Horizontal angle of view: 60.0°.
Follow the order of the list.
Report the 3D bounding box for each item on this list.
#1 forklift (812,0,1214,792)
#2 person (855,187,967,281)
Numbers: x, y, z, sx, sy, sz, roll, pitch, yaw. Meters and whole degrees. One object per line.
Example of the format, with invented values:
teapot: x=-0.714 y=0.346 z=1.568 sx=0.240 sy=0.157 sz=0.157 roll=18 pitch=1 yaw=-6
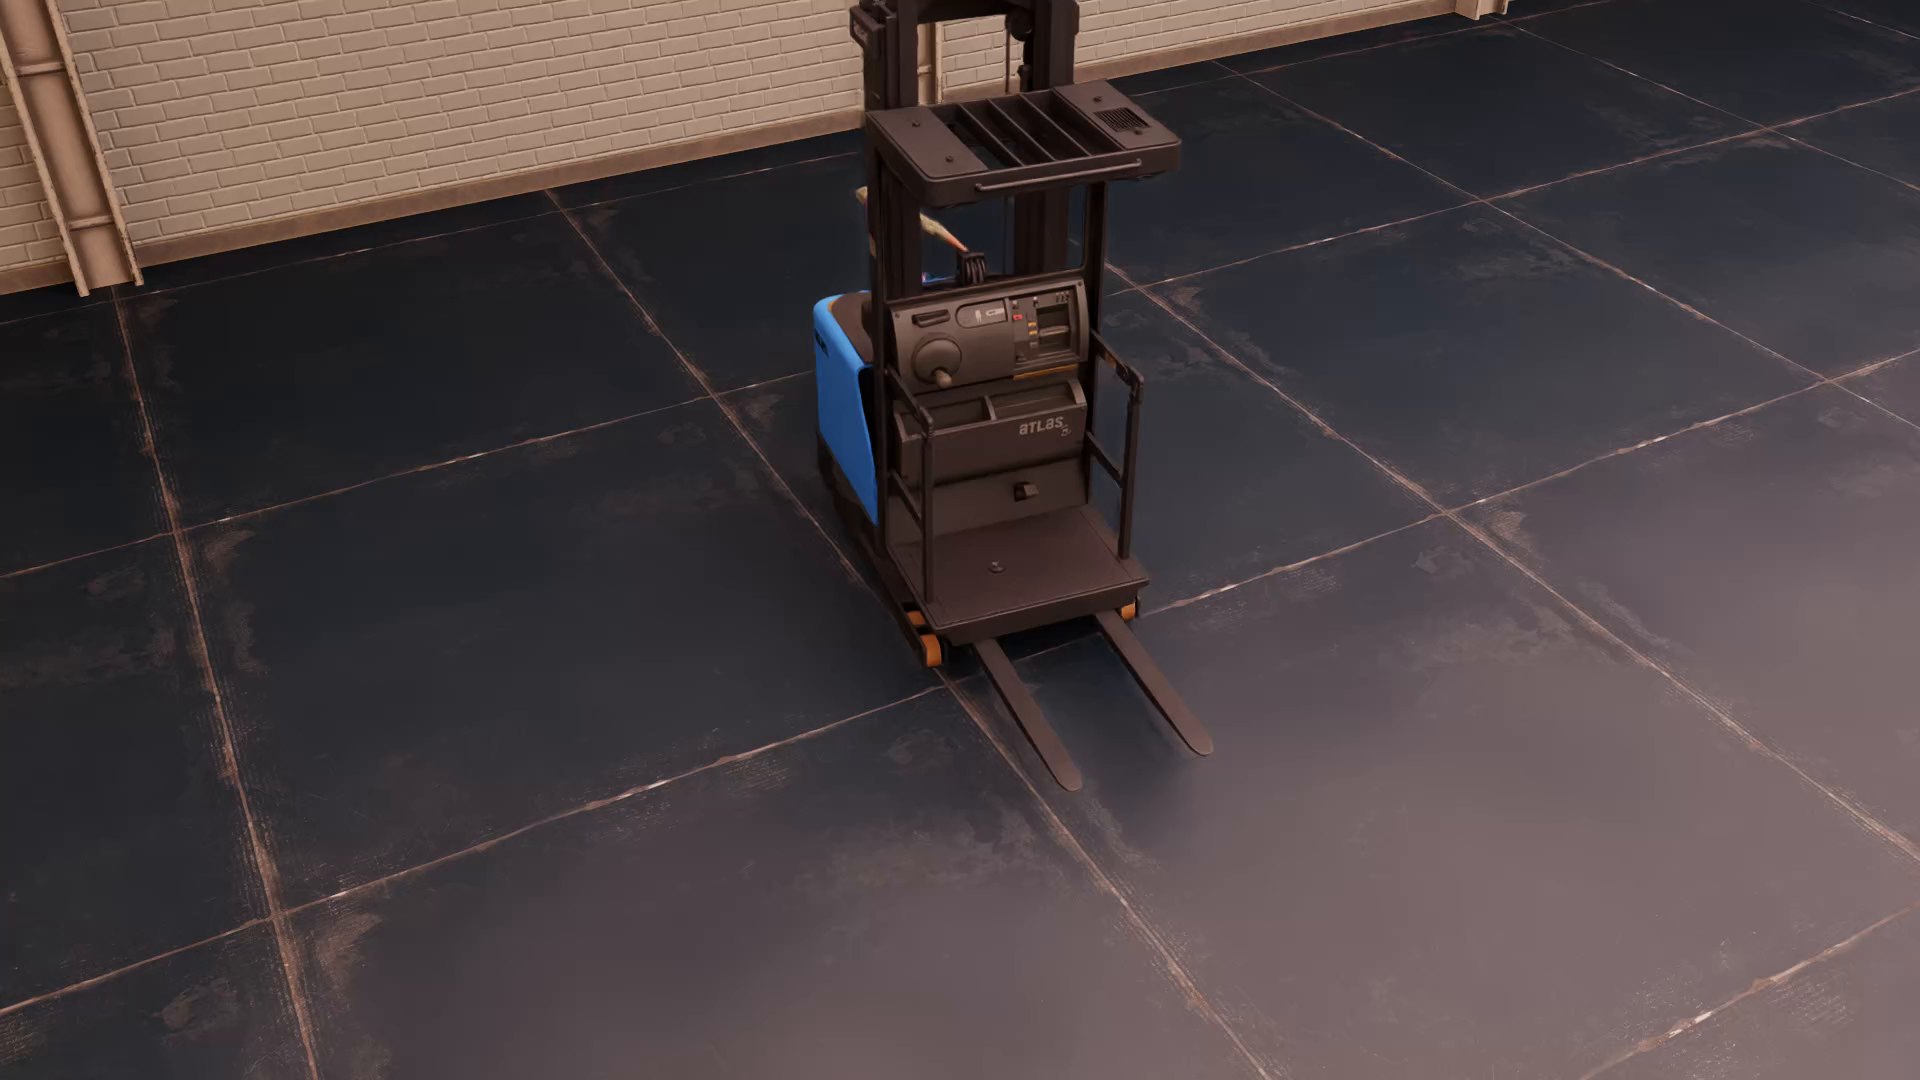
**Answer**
forklift: x=0.222 y=-0.868 z=7.351 sx=1.130 sy=2.935 sz=3.031 roll=-12 pitch=37 yaw=-17
person: x=-0.172 y=-1.614 z=9.728 sx=0.757 sy=1.393 sz=0.998 roll=-21 pitch=40 yaw=-27
